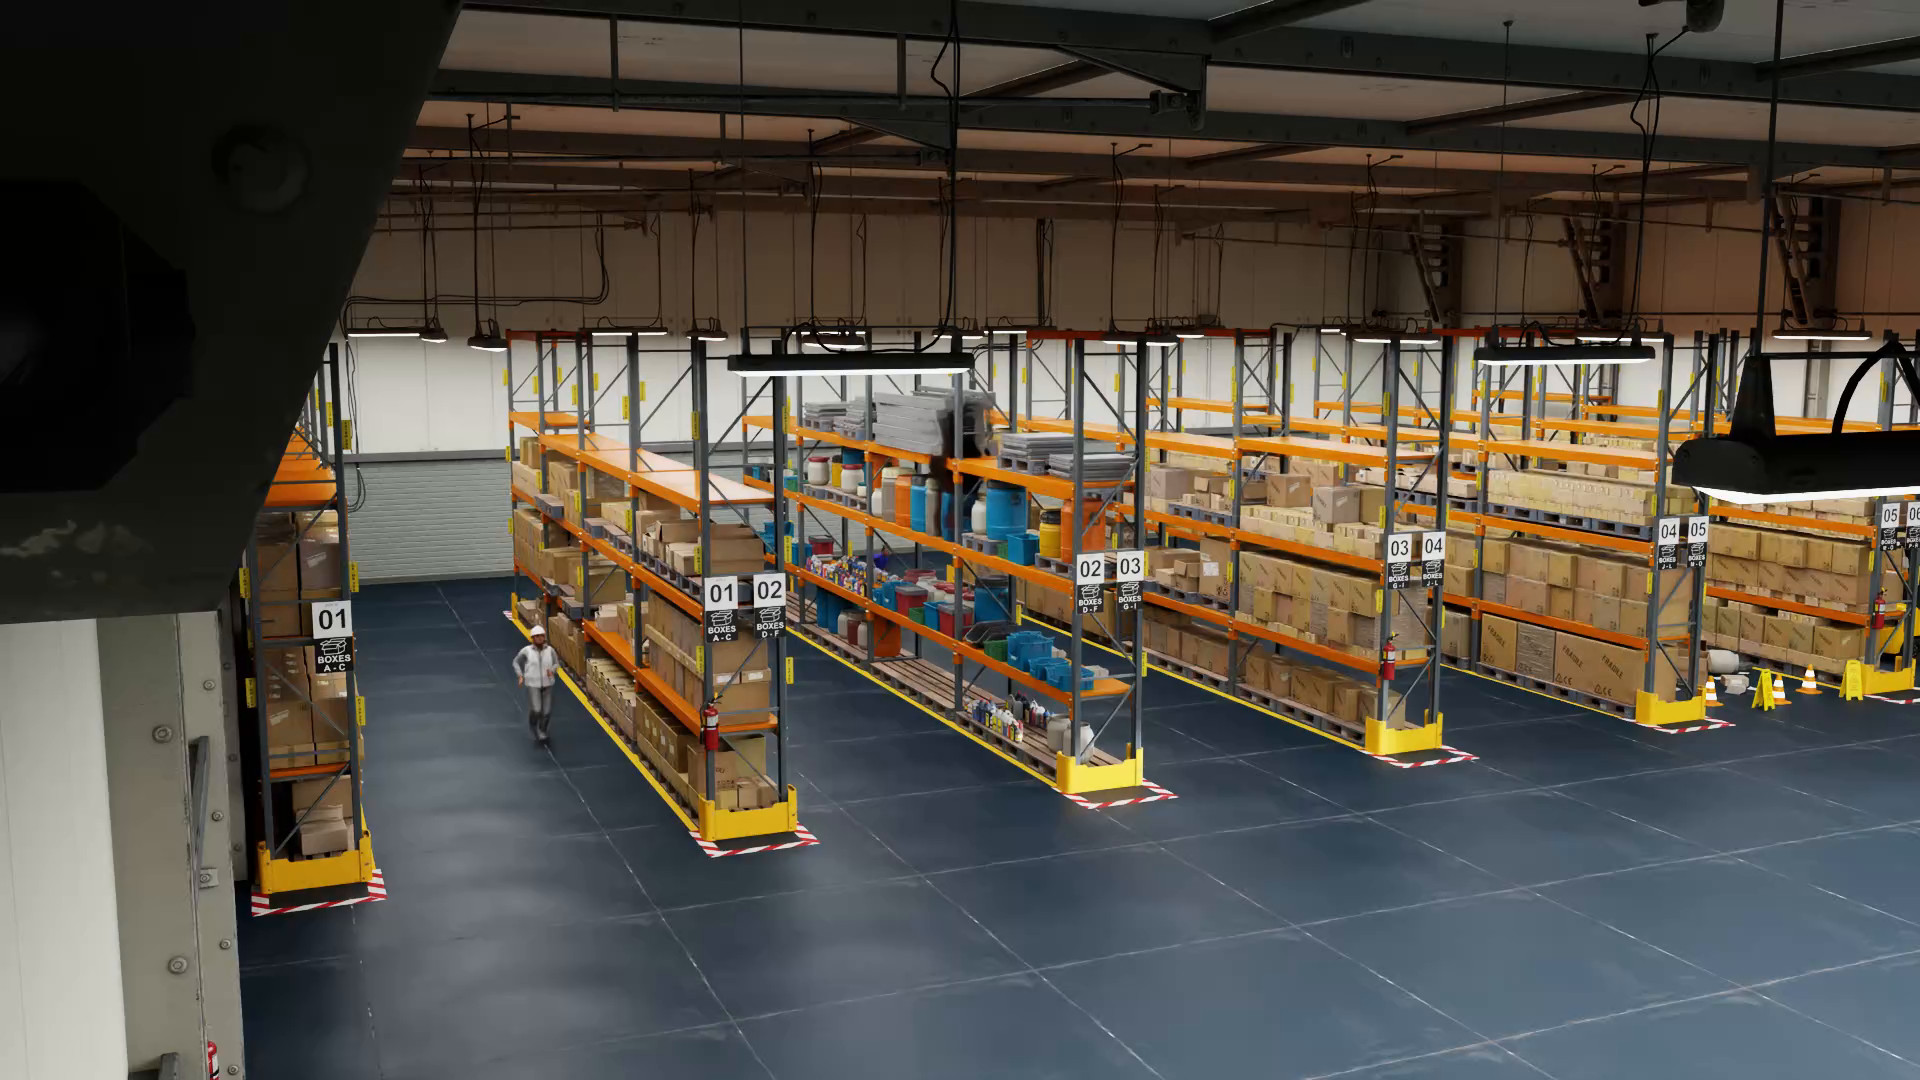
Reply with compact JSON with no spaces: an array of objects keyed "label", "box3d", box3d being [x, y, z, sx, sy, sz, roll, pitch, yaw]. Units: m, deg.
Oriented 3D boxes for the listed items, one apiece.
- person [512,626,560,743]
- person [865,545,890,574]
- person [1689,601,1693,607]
[{"label":"person","box3d":[-6.198,2.133,24.471,0.655,1.732,0.638,-4,9,-26]},{"label":"person","box3d":[-1.808,0.801,35.469,0.832,1.467,0.585,7,11,43]},{"label":"person","box3d":[14.899,0.888,33.698,0.721,1.766,1.019,-5,9,-32]}]
